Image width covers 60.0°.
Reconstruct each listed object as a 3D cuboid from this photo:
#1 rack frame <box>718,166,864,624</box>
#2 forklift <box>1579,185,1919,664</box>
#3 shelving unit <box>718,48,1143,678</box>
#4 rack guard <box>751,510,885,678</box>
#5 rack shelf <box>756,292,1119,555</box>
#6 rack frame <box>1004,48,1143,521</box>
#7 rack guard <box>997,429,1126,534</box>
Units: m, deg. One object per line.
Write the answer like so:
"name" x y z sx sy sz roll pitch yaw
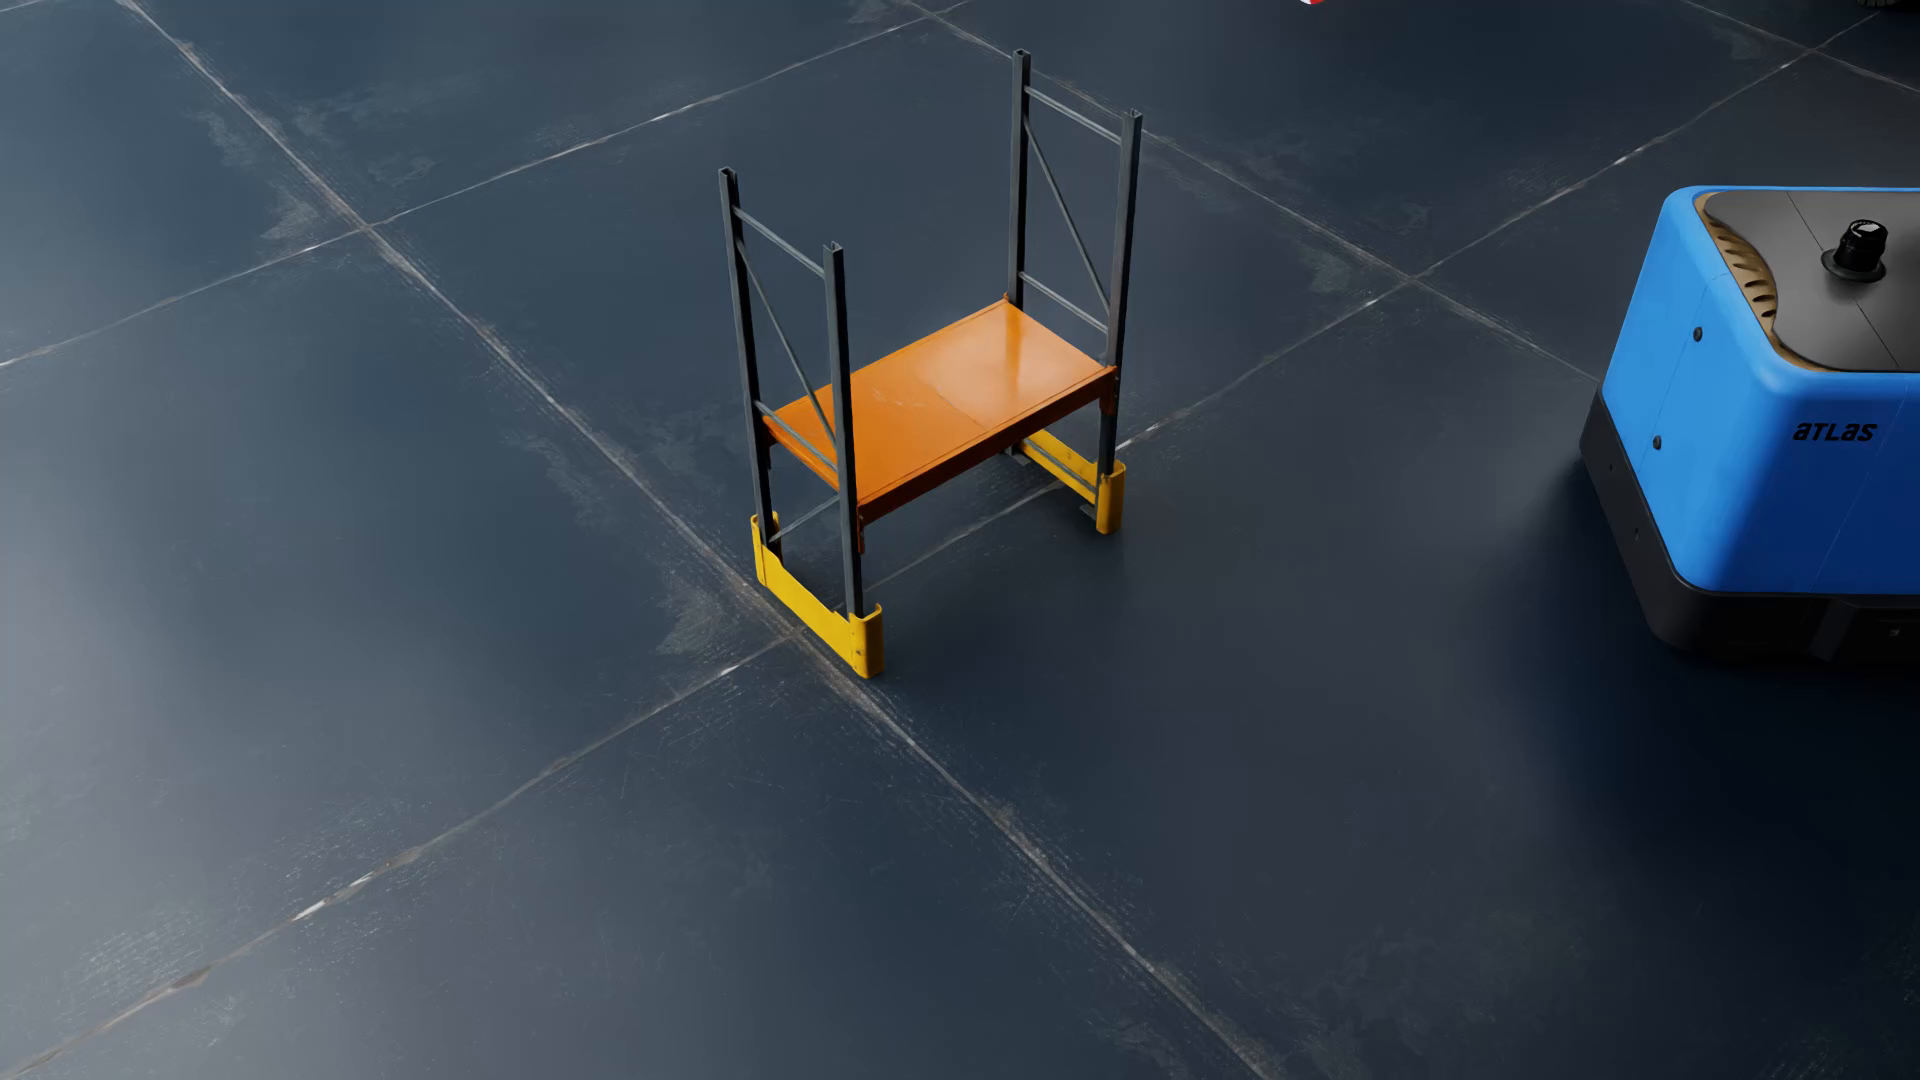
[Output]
"rack frame" -0.455 -0.286 4.682 0.032 1.500 0.500 -30 51 -28
"forklift" 3.630 -1.019 4.418 3.031 2.935 1.130 1 43 1
"shelving unit" -0.058 -0.513 4.924 1.083 1.500 0.587 -30 51 -28
"rack guard" -0.440 0.161 5.119 0.087 0.250 0.587 -30 51 -28
"rack shelf" -0.065 -0.378 5.043 1.000 0.185 0.538 -30 51 -28
"rack frame" 0.324 -0.733 5.157 0.032 1.500 0.500 -30 51 -28
"rack guard" 0.324 -0.276 5.585 0.087 0.250 0.587 -30 51 -28
